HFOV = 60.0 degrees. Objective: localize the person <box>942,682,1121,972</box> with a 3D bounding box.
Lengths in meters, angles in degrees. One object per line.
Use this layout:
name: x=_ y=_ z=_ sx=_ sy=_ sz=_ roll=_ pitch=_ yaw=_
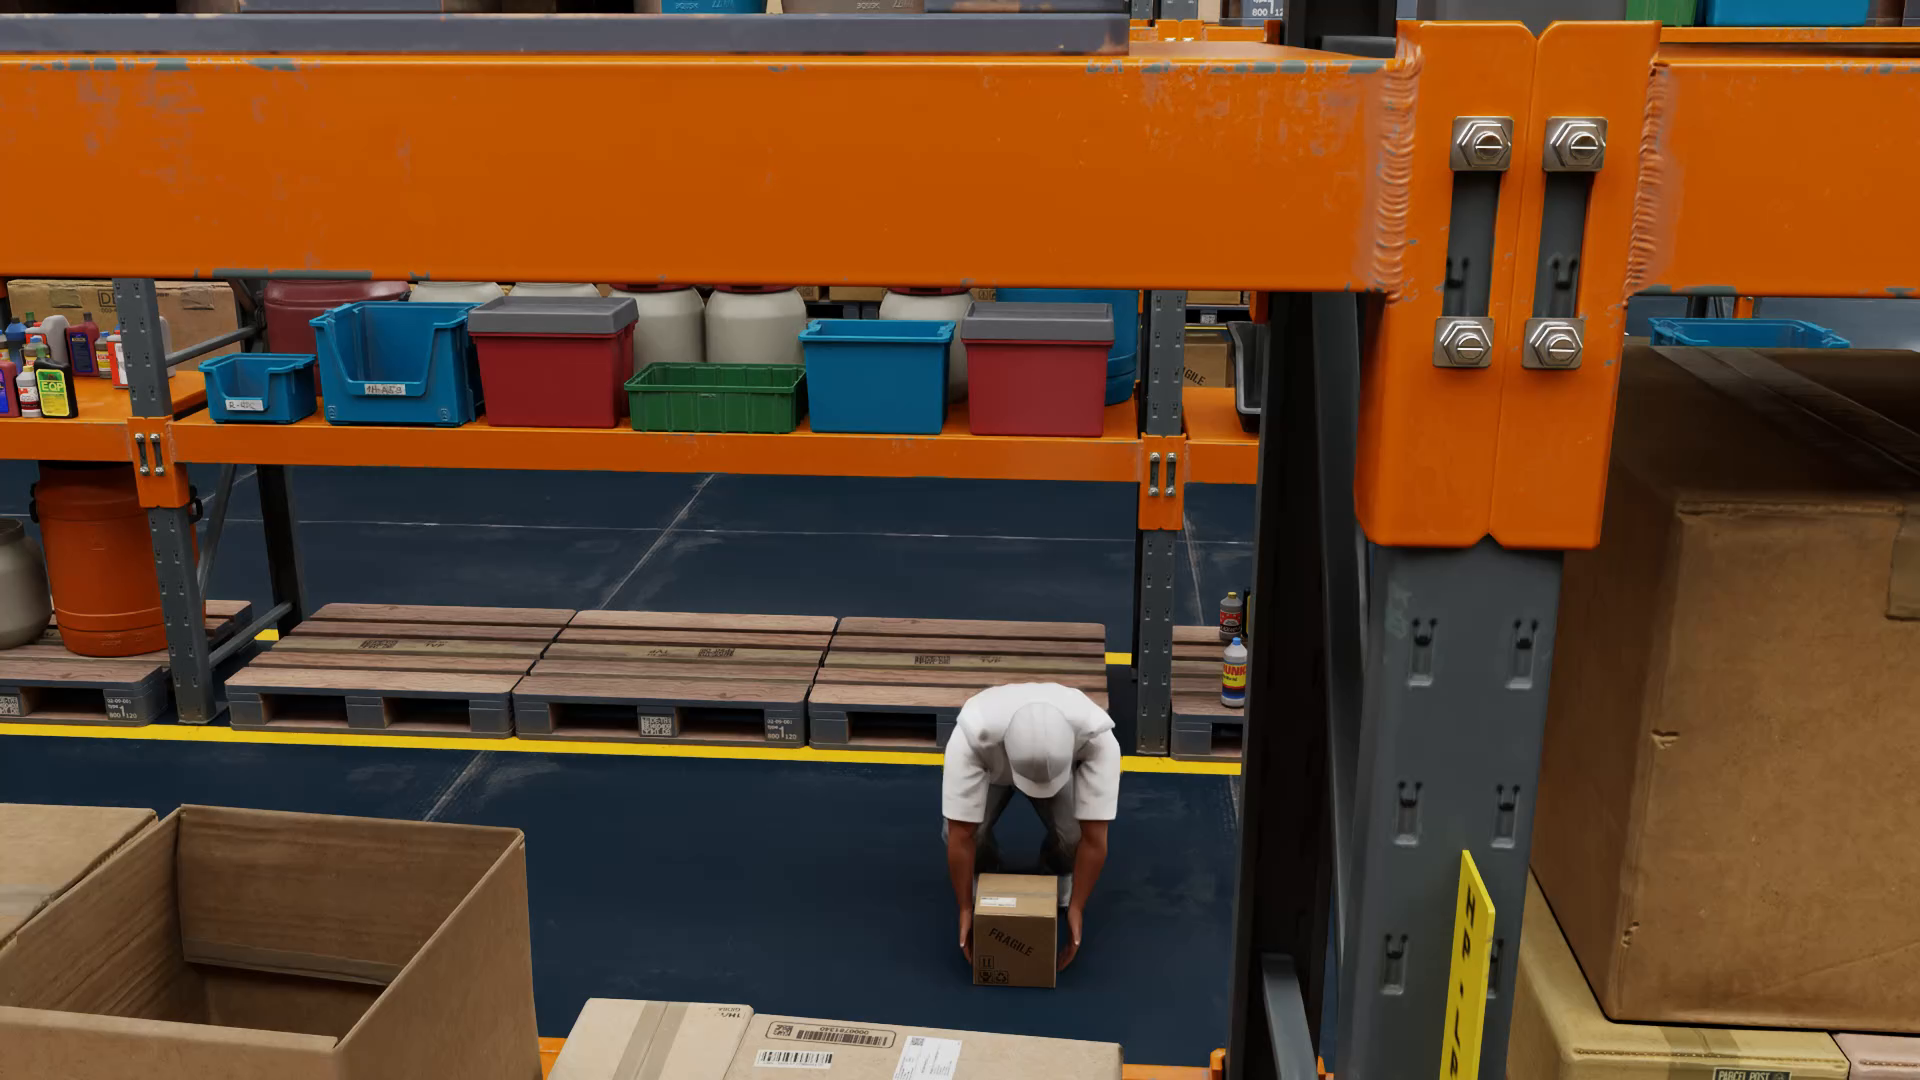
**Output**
person: x=0.231 y=0.811 z=5.391 sx=0.566 sy=0.894 sz=0.896 roll=1 pitch=17 yaw=4
